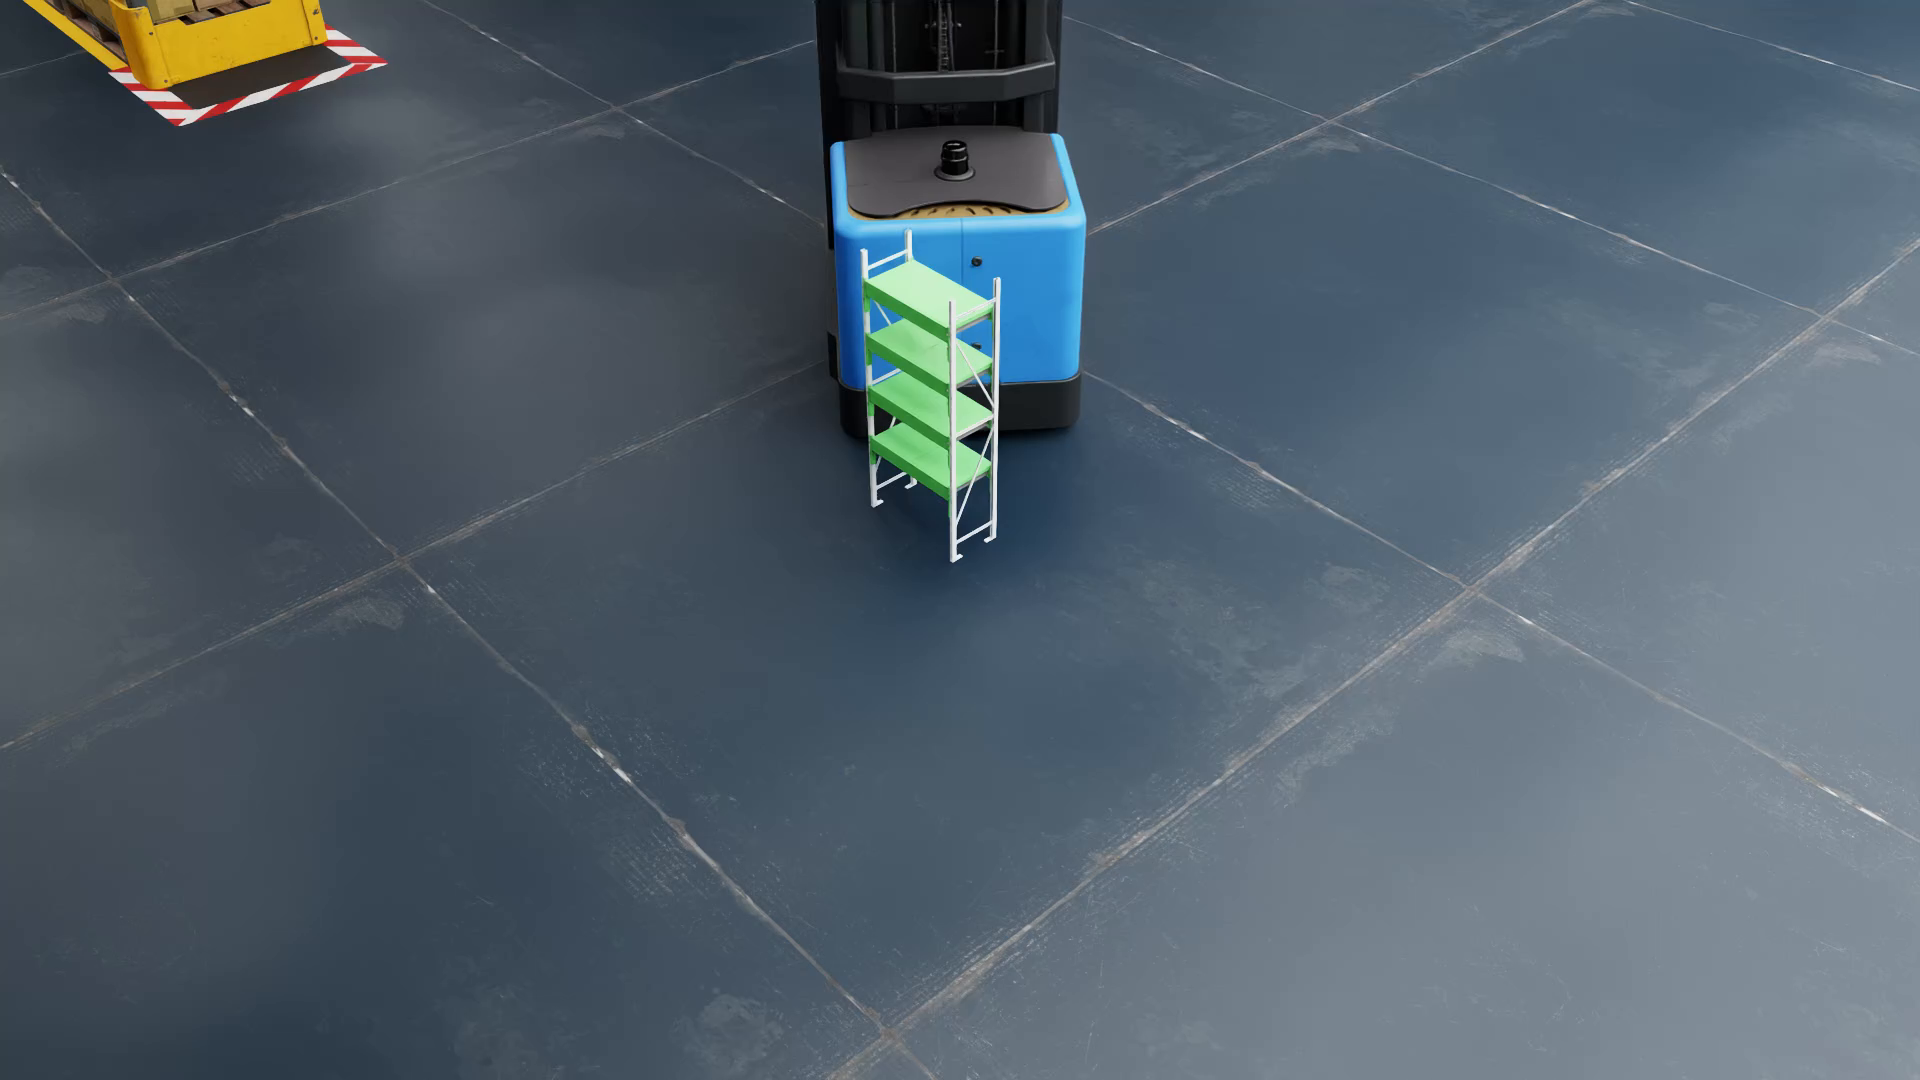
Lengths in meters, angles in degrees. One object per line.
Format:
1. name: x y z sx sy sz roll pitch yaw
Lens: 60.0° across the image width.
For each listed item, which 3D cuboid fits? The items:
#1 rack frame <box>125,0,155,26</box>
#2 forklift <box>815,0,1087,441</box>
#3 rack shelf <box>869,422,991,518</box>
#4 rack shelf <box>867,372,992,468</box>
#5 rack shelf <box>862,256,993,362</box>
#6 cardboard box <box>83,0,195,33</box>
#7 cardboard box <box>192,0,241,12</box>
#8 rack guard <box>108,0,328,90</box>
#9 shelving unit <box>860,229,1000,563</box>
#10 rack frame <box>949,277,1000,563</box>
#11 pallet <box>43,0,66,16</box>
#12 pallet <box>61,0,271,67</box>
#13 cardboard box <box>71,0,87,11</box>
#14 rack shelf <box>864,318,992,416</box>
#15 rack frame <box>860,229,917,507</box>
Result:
1. rack frame: -4.625 -4.238 9.610 1.000 3.000 0.127 -30 48 -32
2. forklift: -0.112 -2.482 7.491 1.130 2.935 3.031 -3 39 -4
3. rack shelf: -0.112 -0.307 6.659 0.258 0.148 0.480 -30 48 -32
4. rack shelf: -0.112 -0.494 6.508 0.258 0.148 0.480 -30 48 -32
5. rack shelf: -0.112 -0.867 6.206 0.258 0.148 0.480 -30 48 -32
6. cardboard box: -5.206 -3.454 10.494 0.500 0.250 0.500 -30 48 -32
7. cardboard box: -4.824 -3.675 10.767 0.500 0.250 0.500 -30 48 -32
8. rack guard: -4.609 -3.255 10.382 1.175 0.500 0.348 -30 48 -32
9. shelving unit: -0.112 -0.543 6.468 0.258 1.200 0.503 -30 48 -32
10. rack frame: 0.053 -0.430 6.328 0.240 1.200 0.015 -30 48 -32
11. pallet: -5.994 -4.054 11.601 1.003 0.211 1.213 -30 48 -32
12. pallet: -5.173 -3.489 10.902 1.003 0.211 1.213 -30 48 -32
13. cardboard box: -5.553 -3.681 10.774 0.500 0.250 0.500 -30 48 -32
14. rack shelf: -0.112 -0.680 6.357 0.258 0.148 0.480 -30 48 -32
15. rack frame: -0.277 -0.656 6.608 0.240 1.200 0.015 -30 48 -32
